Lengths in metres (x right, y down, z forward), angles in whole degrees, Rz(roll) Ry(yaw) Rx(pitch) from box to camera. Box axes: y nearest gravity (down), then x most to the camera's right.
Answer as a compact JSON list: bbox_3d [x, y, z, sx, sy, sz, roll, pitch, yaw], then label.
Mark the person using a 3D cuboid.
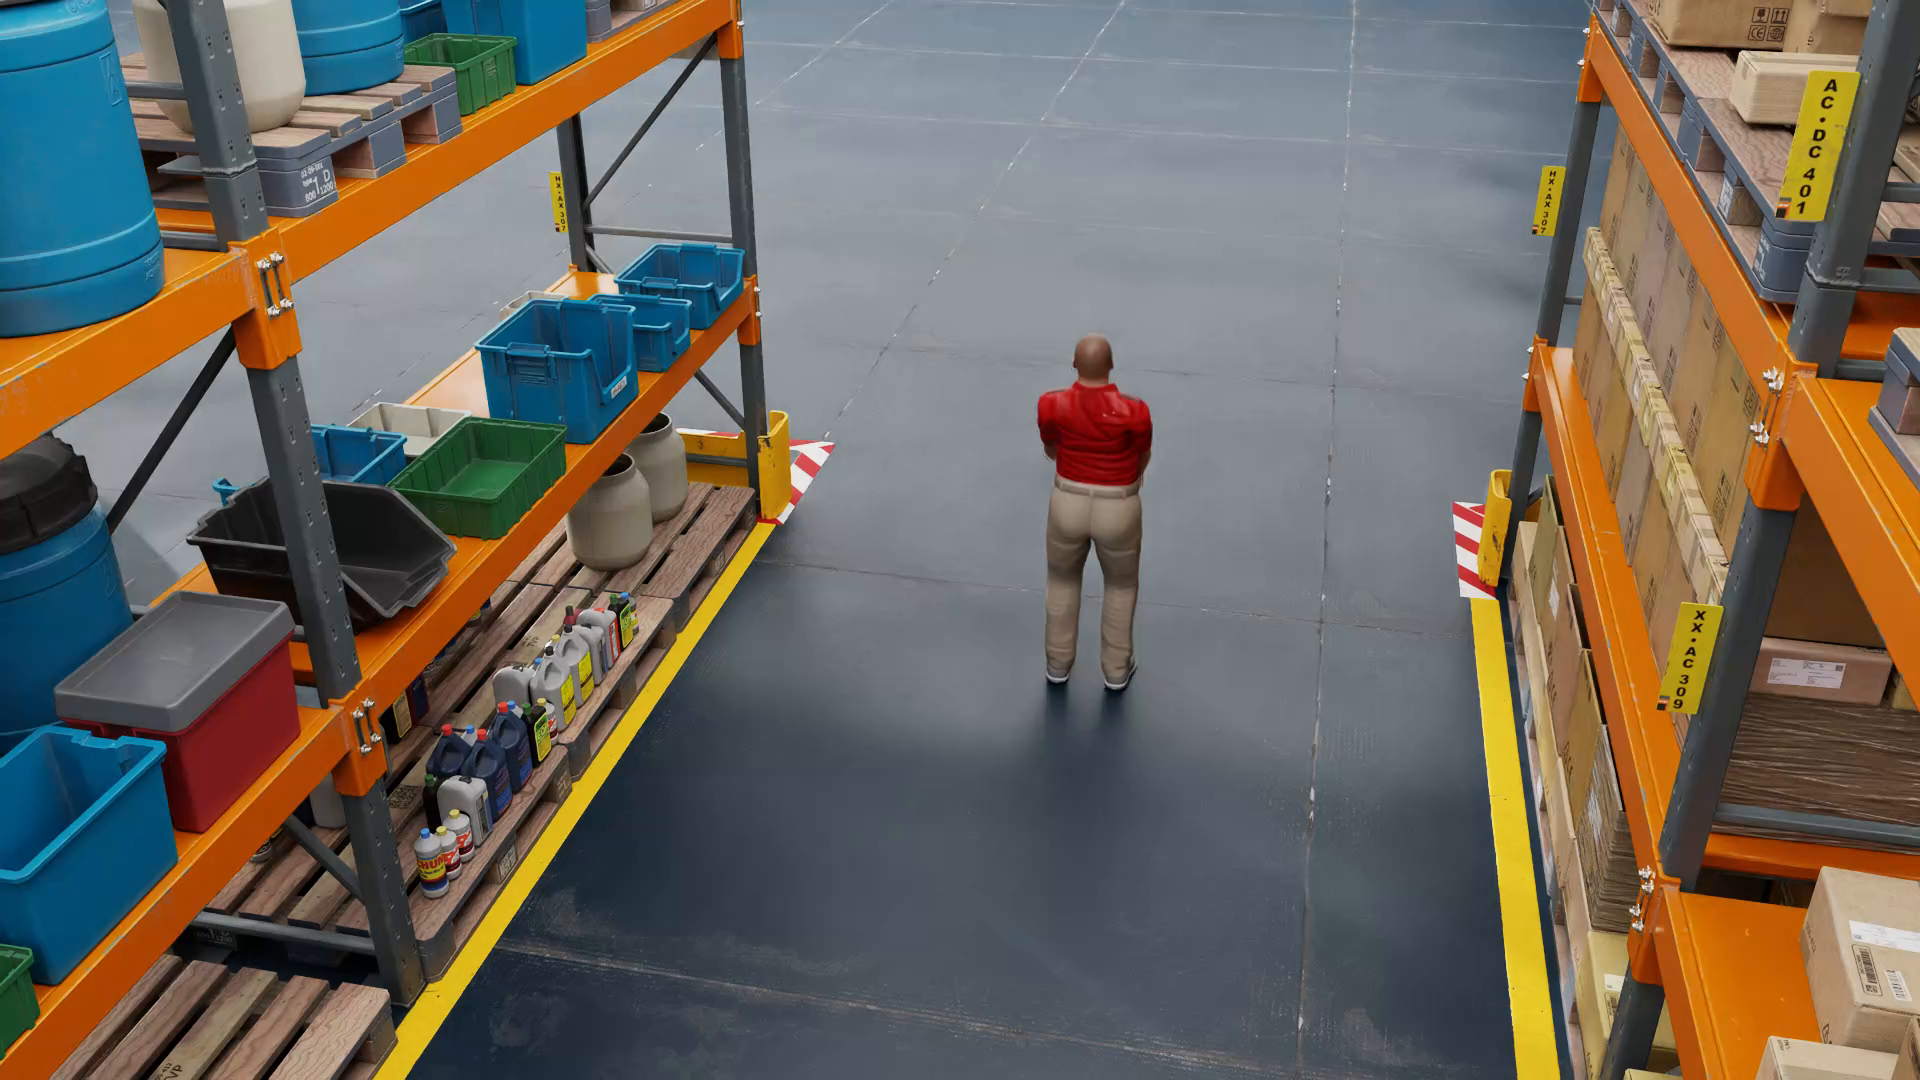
[{"bbox_3d":[0.608,-0.171,7.459,0.499,1.720,0.529,7,29,13],"label":"person"}]
